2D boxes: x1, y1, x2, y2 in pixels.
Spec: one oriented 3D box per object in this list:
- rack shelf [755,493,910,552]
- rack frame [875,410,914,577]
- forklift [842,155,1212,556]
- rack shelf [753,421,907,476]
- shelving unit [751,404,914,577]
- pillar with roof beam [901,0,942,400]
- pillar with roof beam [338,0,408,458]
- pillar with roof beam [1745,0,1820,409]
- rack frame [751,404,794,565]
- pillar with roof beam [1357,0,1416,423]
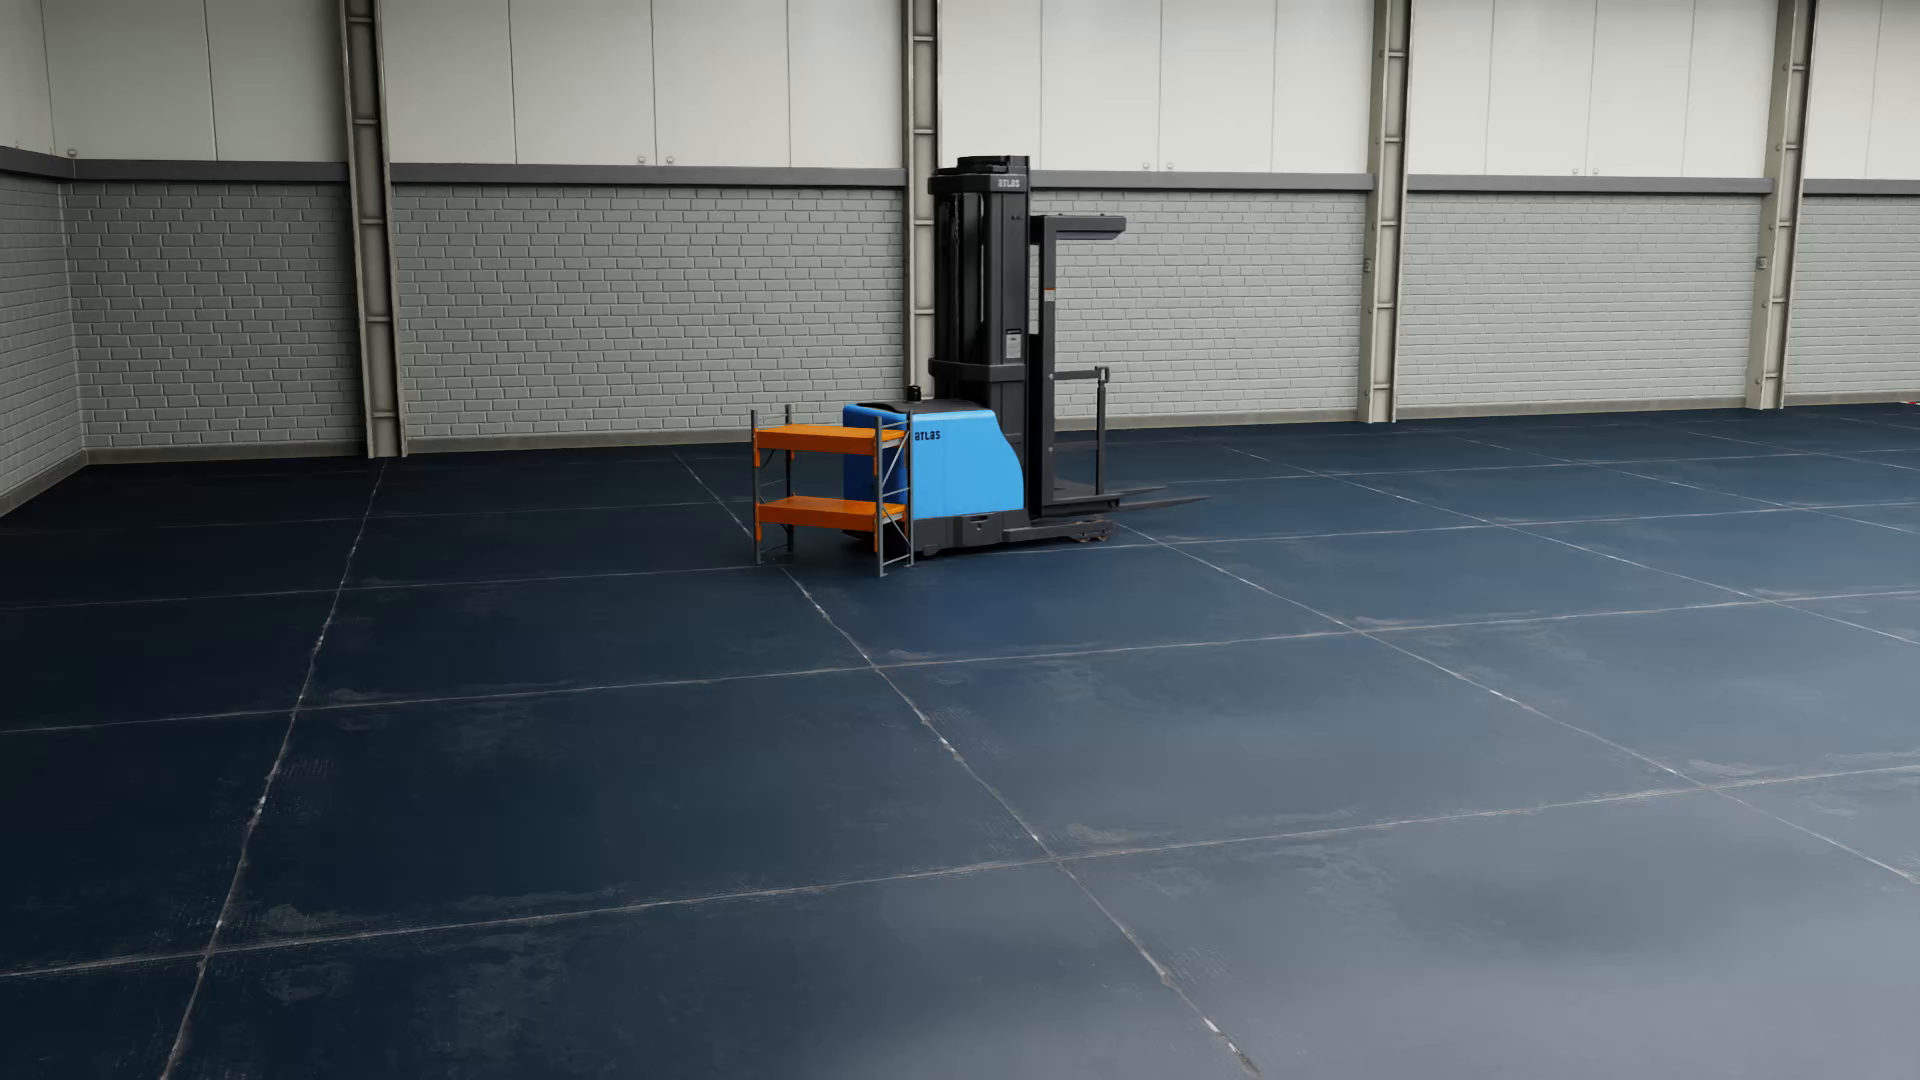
[{"bbox_3d":[-0.917,-0.134,12.020,1.000,0.278,0.538,5,12,26],"label":"rack shelf"},{"bbox_3d":[-0.461,-0.334,11.754,0.032,1.125,0.500,5,12,26],"label":"rack frame"},{"bbox_3d":[0.615,-1.494,13.068,3.031,2.935,1.130,-6,12,-30],"label":"forklift"},{"bbox_3d":[-0.917,-0.663,11.923,1.000,0.278,0.538,5,12,26],"label":"rack shelf"},{"bbox_3d":[-0.917,-0.375,11.976,1.048,1.125,0.538,5,12,26],"label":"shelving unit"},{"bbox_3d":[0.770,-4.893,14.772,0.400,9.000,9.100,-3,11,-16],"label":"pillar with roof beam"},{"bbox_3d":[-4.991,-4.590,13.123,0.400,9.000,9.100,-3,11,-16],"label":"pillar with roof beam"},{"bbox_3d":[12.292,-5.501,18.071,0.400,9.000,9.100,-3,11,-16],"label":"pillar with roof beam"},{"bbox_3d":[-1.372,-0.416,12.198,0.032,1.125,0.500,5,12,26],"label":"rack frame"},{"bbox_3d":[6.531,-5.197,16.421,0.400,9.000,9.100,-3,11,-16],"label":"pillar with roof beam"}]
